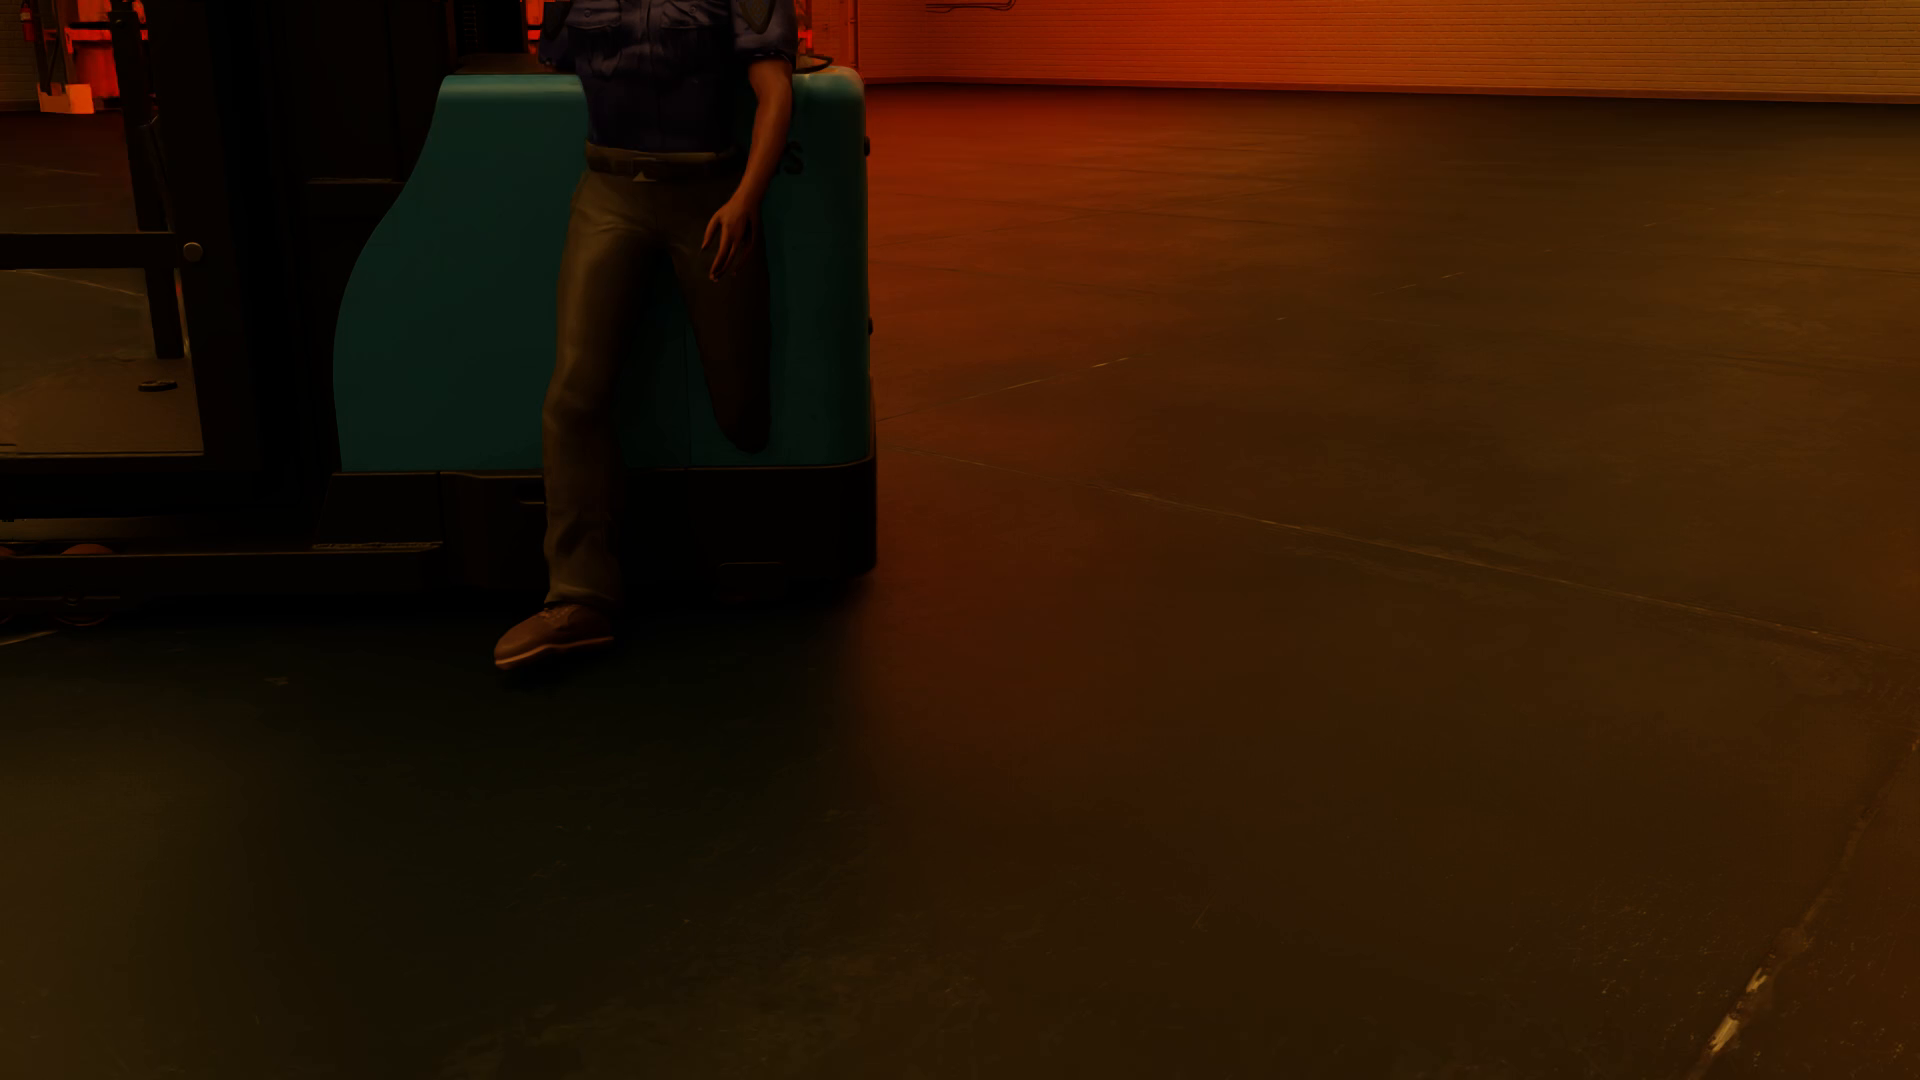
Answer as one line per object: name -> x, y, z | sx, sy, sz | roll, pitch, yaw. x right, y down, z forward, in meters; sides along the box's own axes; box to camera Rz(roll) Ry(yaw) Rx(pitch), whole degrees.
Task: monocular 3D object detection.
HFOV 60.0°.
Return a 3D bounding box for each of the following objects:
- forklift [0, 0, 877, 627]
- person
forklift -> -1.713, -1.381, 3.446 | 3.031, 2.935, 1.130 | -1, 17, -3
person -> -0.611, -0.595, 3.165 | 0.620, 1.612, 0.789 | 1, 17, 3
